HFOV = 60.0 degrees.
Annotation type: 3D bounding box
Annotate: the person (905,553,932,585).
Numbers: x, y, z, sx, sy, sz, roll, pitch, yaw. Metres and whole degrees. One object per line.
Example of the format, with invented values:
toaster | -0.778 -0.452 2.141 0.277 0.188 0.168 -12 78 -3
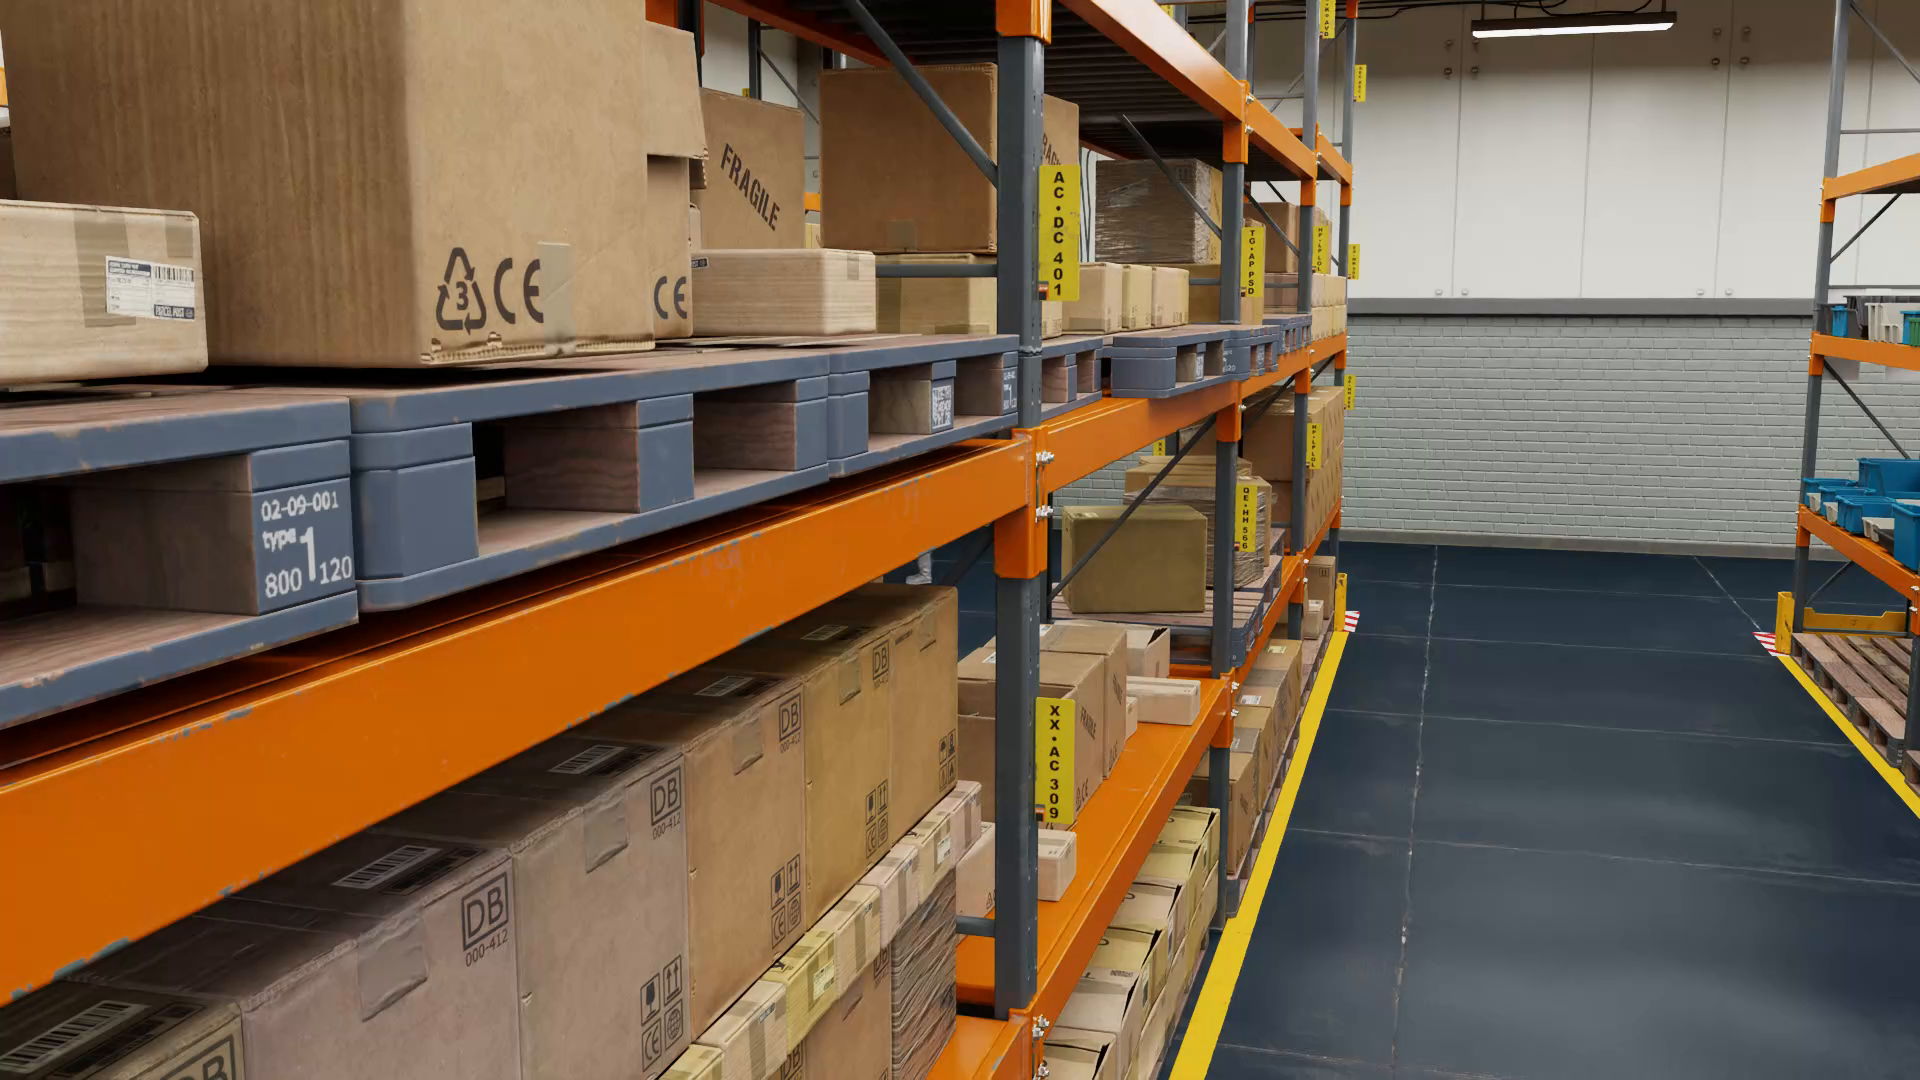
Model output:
person | -0.464 -0.353 18.169 0.343 1.679 0.466 0 8 0
